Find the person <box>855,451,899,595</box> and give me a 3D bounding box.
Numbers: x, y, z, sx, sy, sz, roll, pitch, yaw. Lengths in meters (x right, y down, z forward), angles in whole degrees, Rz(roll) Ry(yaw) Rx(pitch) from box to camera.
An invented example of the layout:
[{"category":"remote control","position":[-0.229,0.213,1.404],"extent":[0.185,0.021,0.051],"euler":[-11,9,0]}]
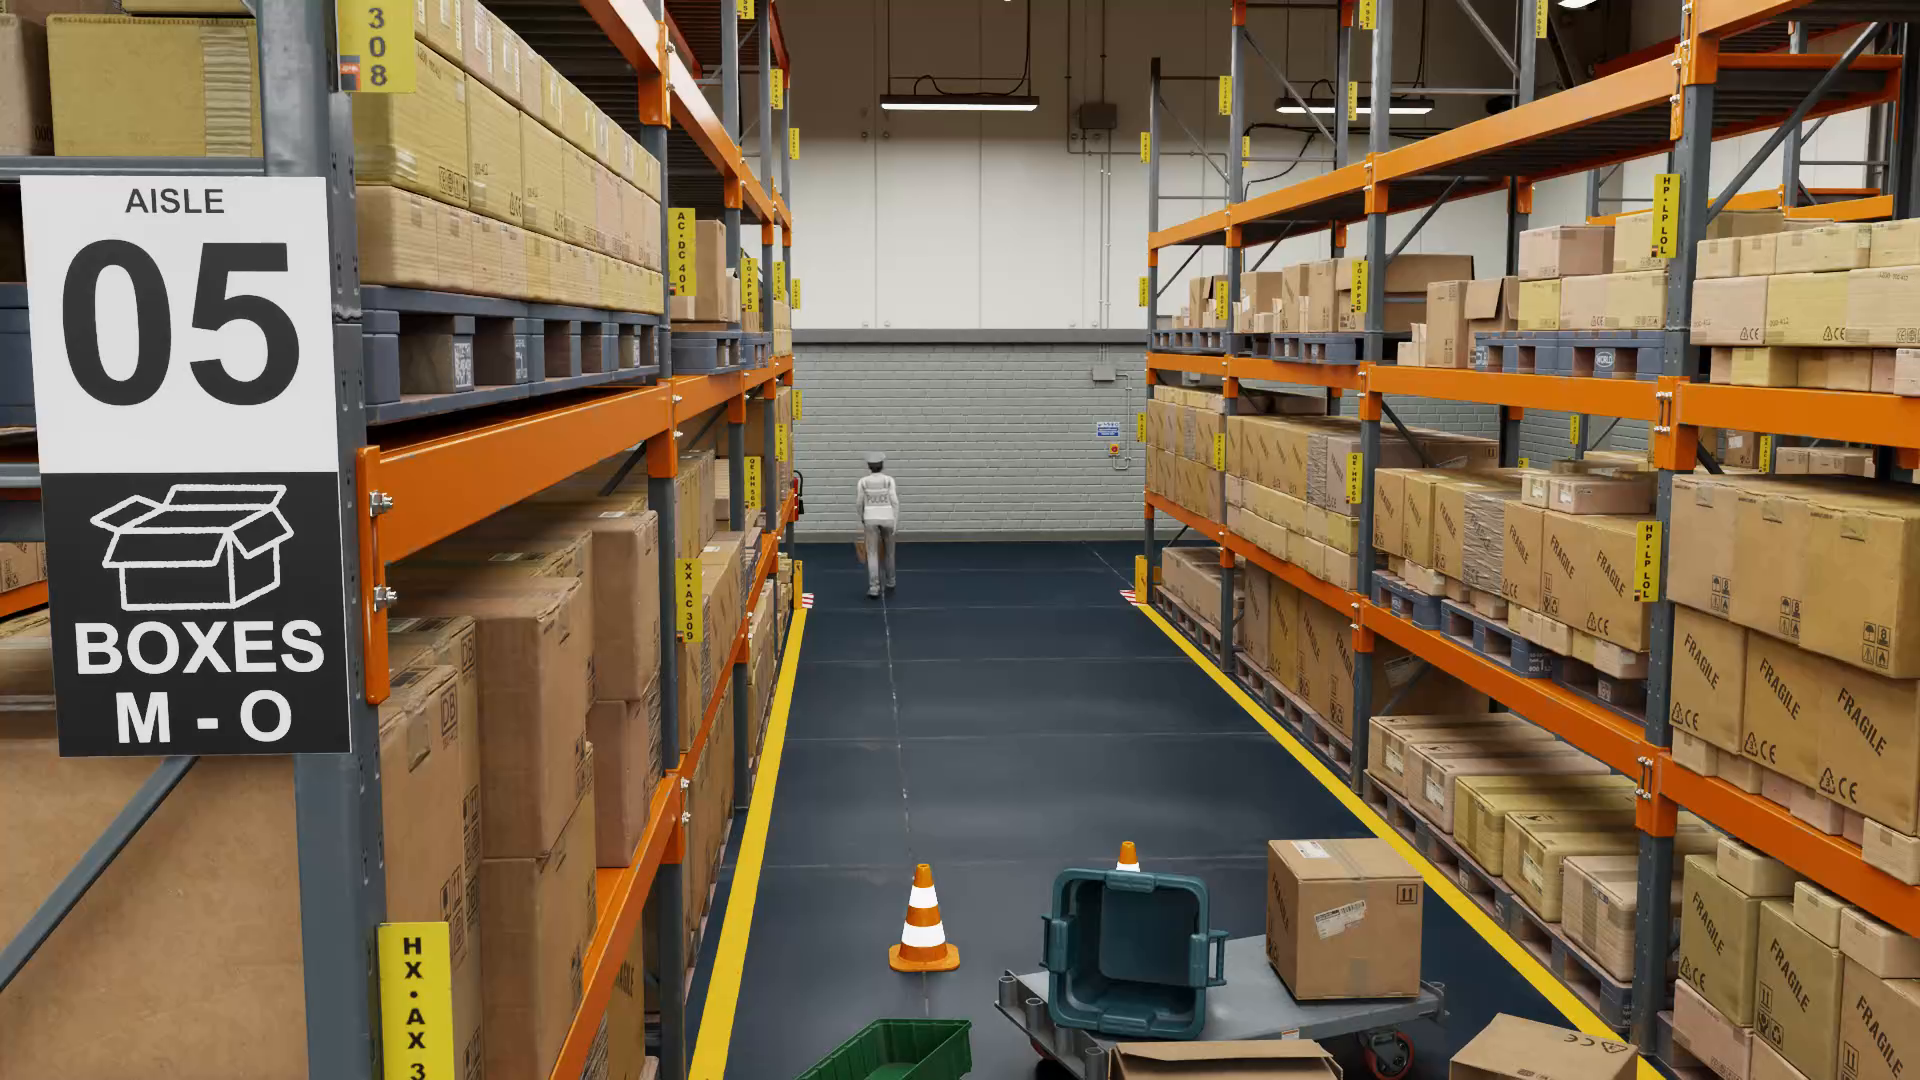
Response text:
[{"category":"person","position":[-0.965,-0.209,19.401],"extent":[0.506,1.632,0.946],"euler":[0,7,-3]}]
